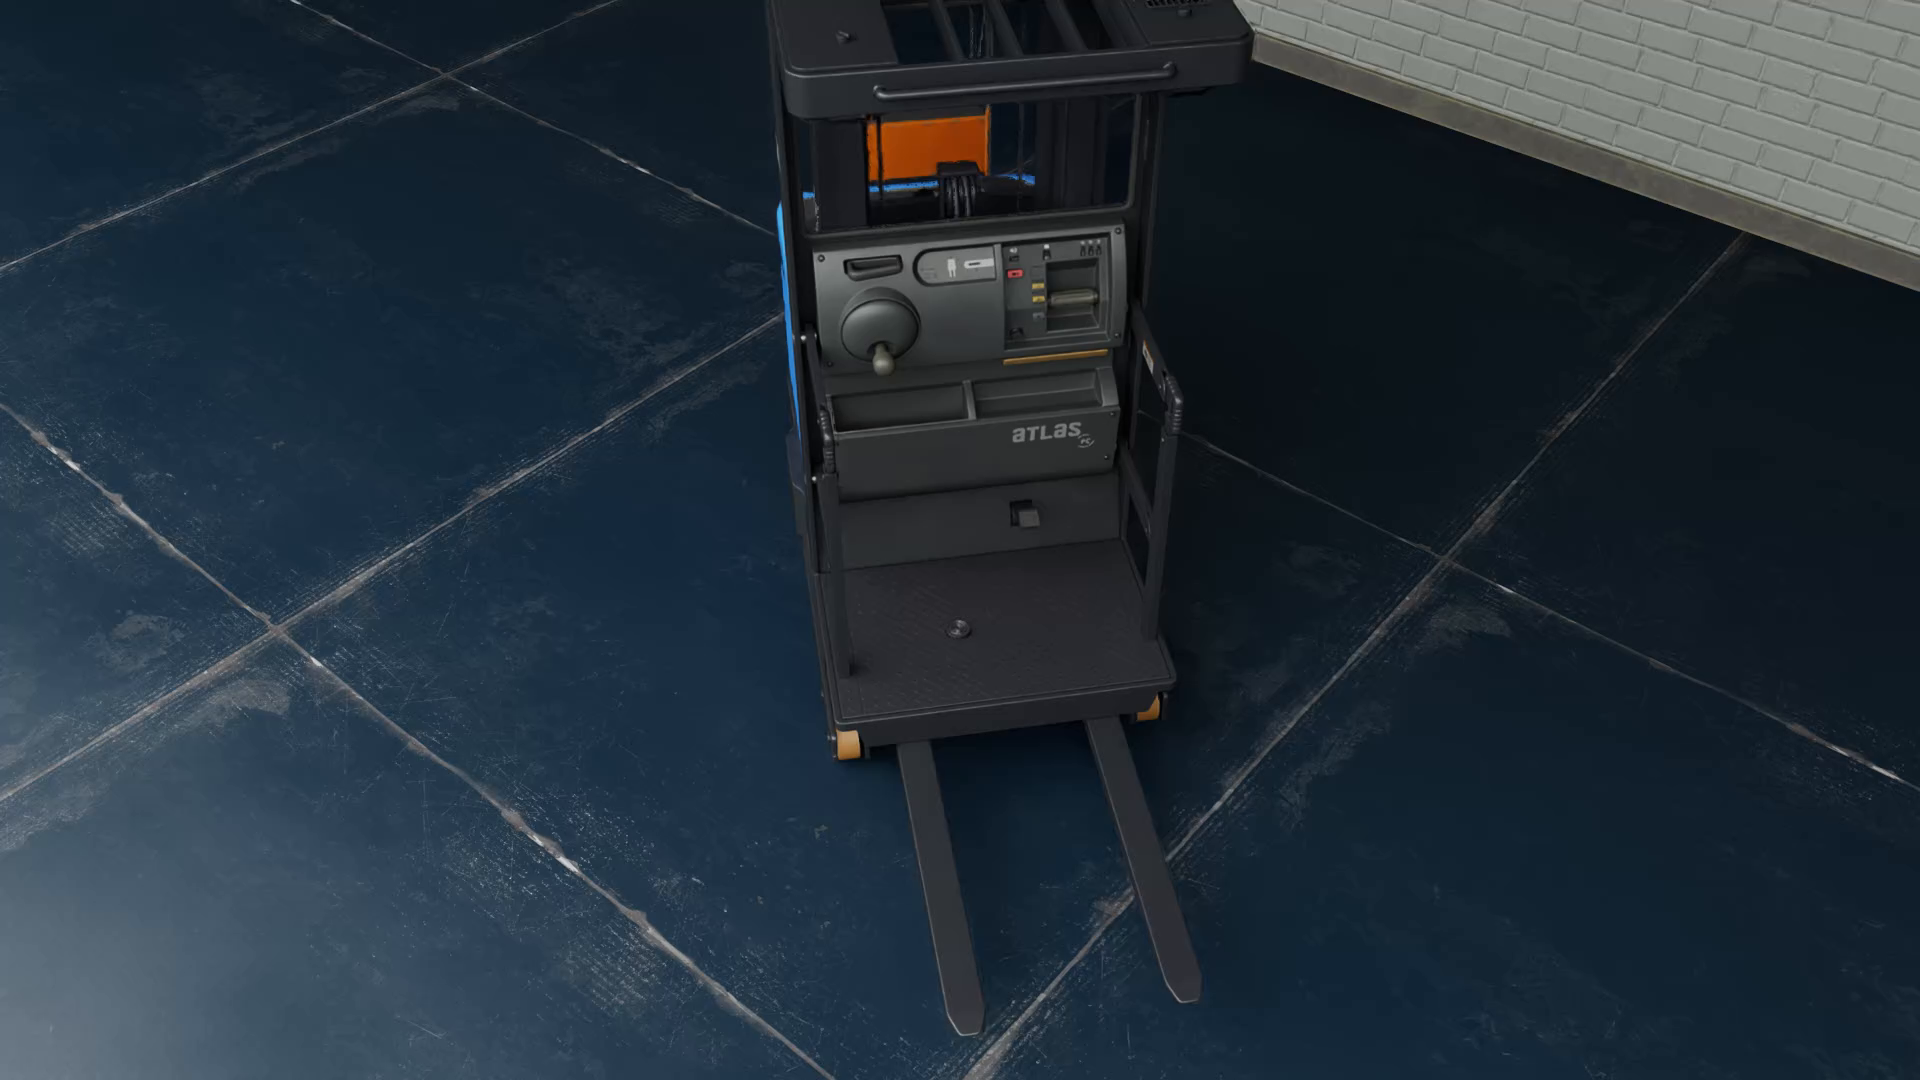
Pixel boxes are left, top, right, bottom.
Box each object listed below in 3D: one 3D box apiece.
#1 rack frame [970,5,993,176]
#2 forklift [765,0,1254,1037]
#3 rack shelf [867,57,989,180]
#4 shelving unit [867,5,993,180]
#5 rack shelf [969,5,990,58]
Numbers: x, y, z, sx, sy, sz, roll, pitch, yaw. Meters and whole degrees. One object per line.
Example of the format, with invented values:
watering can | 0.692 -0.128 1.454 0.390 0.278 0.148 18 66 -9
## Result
rack frame | 0.076 -1.526 6.367 0.015 2.100 0.400 -6 43 -7
forklift | 0.075 -0.630 4.764 1.130 2.935 3.031 -7 43 -7
rack shelf | -0.165 -1.490 6.348 0.480 0.518 0.431 -6 43 -7
shelving unit | -0.165 -1.500 6.339 0.503 2.100 0.431 -6 43 -7
rack shelf | -0.163 -2.008 5.877 0.480 0.518 0.431 -6 43 -7
